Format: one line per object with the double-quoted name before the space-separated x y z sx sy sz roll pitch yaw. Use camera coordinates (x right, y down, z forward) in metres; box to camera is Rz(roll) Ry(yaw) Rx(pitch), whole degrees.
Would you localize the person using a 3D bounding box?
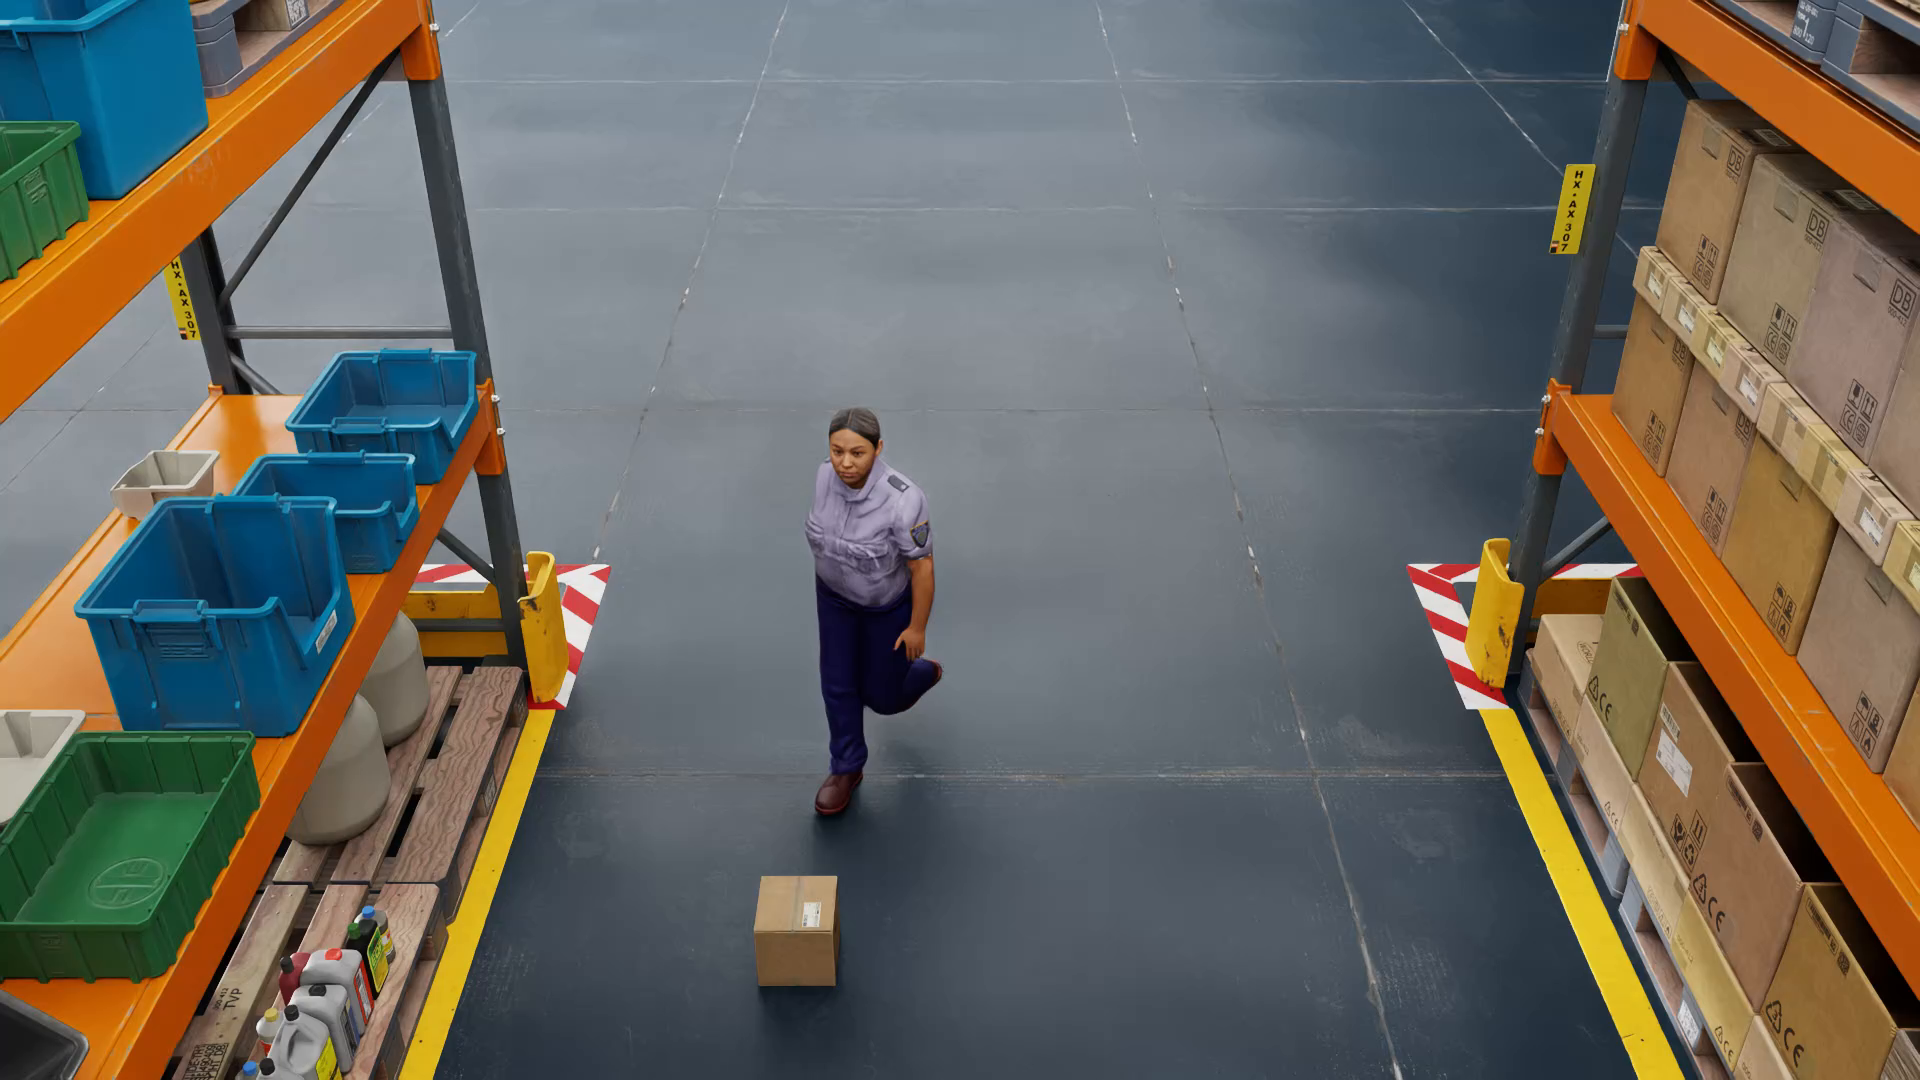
"person" -0.441 0.414 5.471 0.493 1.641 0.778 16 35 24
